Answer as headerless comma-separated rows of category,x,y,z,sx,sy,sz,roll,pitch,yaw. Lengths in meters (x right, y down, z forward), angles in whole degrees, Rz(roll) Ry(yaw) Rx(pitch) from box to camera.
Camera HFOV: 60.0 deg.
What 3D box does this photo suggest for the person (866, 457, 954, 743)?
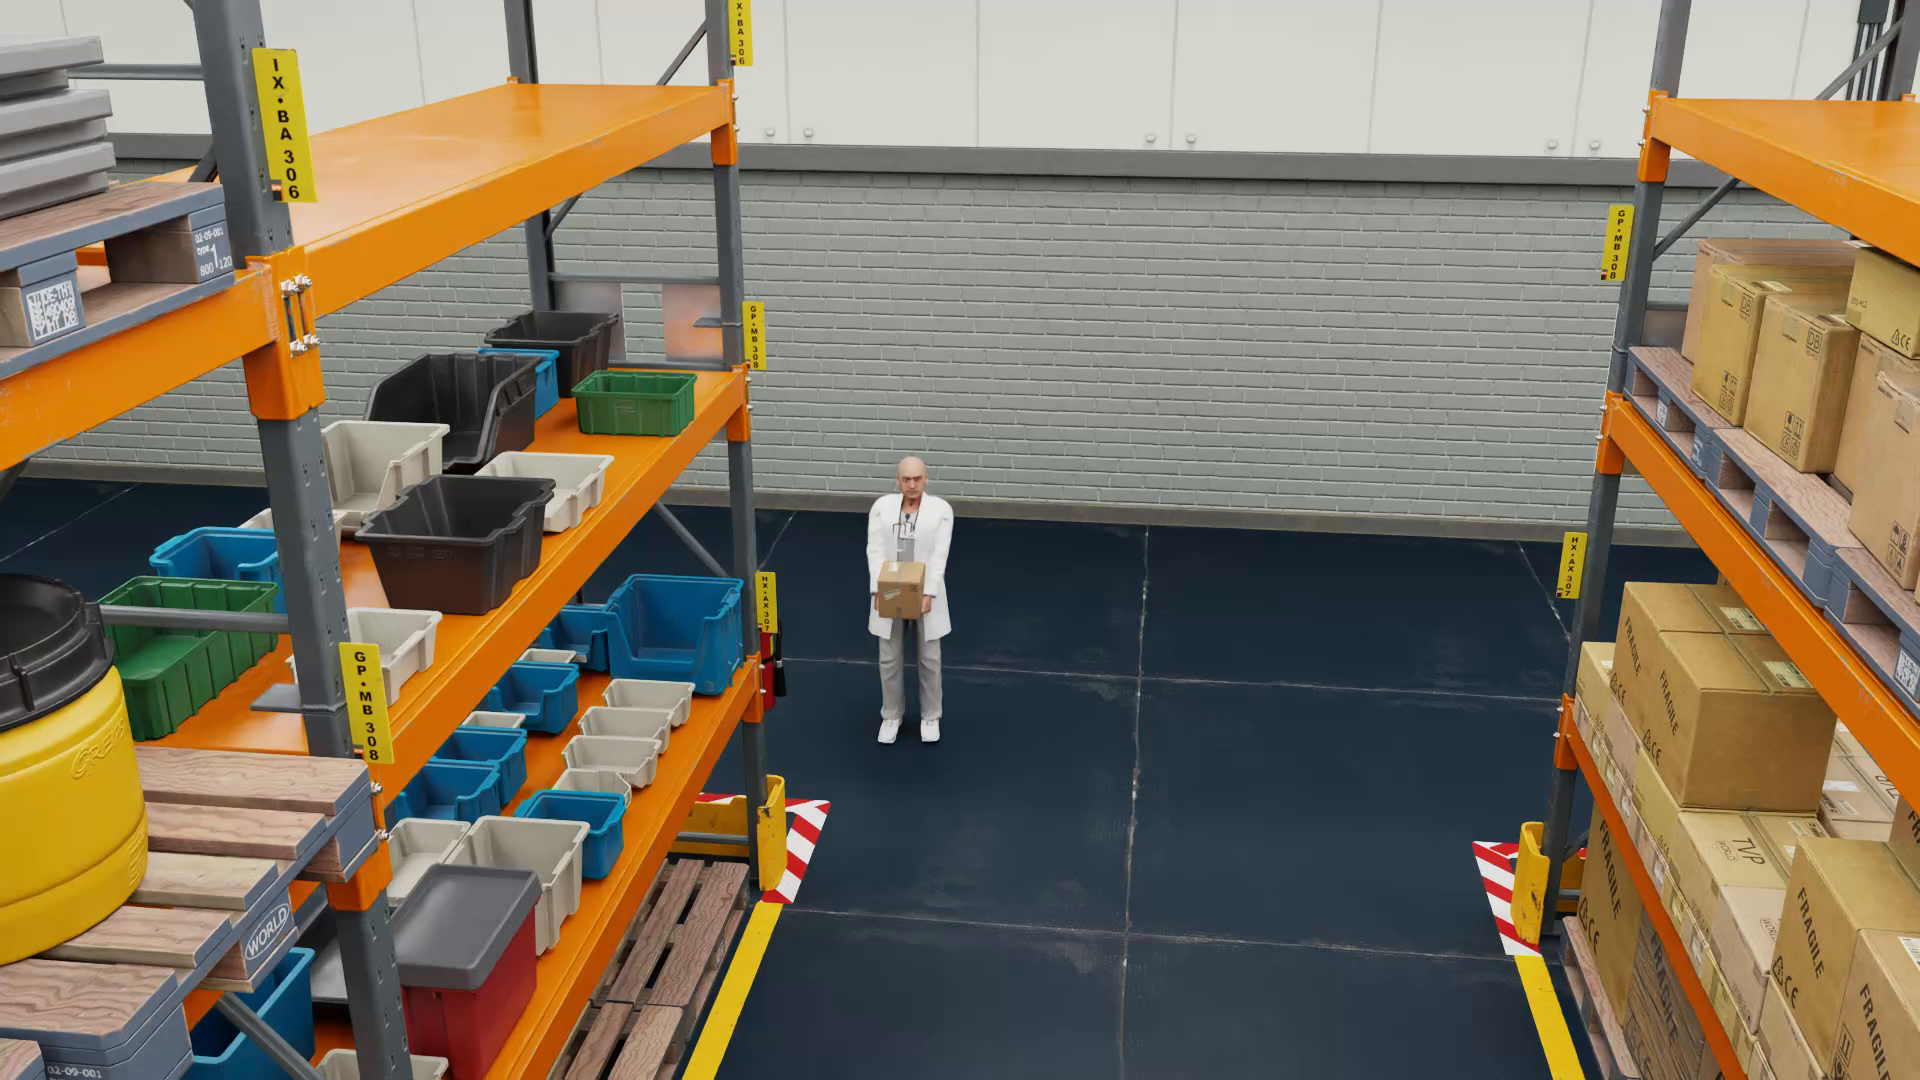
person,-0.312,0.392,10.080,0.522,1.778,0.543,2,21,6
